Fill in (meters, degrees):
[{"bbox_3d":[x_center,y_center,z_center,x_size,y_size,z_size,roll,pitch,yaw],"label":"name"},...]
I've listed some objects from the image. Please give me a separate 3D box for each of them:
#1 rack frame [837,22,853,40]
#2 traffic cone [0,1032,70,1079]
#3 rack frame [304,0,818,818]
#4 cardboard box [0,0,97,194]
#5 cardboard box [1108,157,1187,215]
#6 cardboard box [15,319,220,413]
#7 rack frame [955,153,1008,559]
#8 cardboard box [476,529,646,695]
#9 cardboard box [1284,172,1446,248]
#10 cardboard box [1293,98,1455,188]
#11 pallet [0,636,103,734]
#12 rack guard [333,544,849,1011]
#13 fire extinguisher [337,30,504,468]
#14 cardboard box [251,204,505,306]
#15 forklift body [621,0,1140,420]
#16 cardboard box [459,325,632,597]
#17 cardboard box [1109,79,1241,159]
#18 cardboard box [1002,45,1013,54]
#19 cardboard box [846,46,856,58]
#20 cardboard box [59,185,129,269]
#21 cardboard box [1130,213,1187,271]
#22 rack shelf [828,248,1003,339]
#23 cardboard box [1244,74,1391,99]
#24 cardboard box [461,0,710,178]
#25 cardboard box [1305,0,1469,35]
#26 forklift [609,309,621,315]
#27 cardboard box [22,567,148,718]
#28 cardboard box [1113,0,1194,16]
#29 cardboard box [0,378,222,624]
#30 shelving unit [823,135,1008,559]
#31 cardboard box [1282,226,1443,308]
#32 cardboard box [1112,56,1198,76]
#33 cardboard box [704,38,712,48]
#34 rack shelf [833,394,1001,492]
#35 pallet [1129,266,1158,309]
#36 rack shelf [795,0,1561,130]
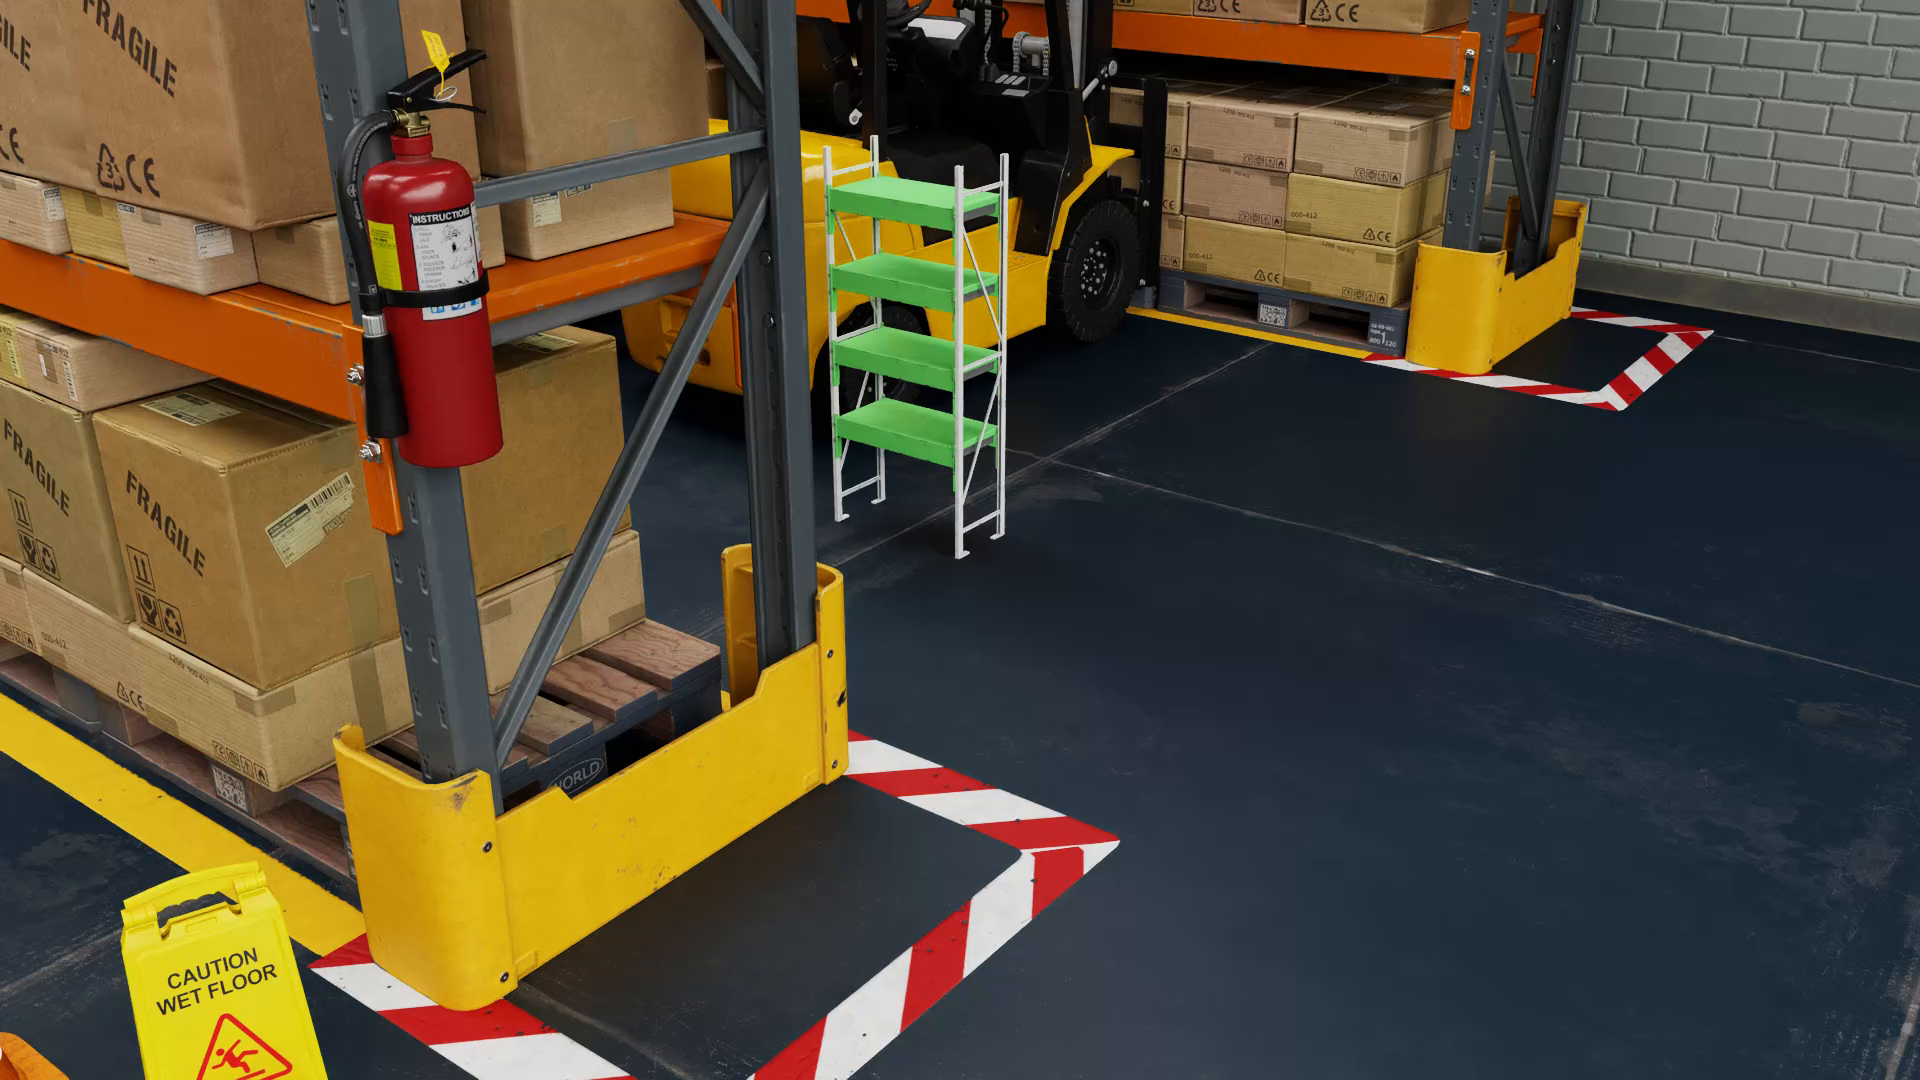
[{"bbox_3d":[-0.896,-3.238,8.879,0.127,3.000,1.000,17,29,33],"label":"rack frame"},{"bbox_3d":[-1.787,0.805,2.849,0.334,0.463,0.336,17,29,33],"label":"traffic cone"},{"bbox_3d":[-0.669,-0.668,3.047,0.127,3.000,1.000,17,29,33],"label":"rack frame"},{"bbox_3d":[-1.667,-1.015,3.341,0.500,0.500,0.500,17,29,33],"label":"cardboard box"},{"bbox_3d":[0.907,-1.693,7.642,0.500,0.250,0.500,16,28,32],"label":"cardboard box"},{"bbox_3d":[-1.801,-0.419,3.635,0.250,0.149,0.380,18,29,35],"label":"cardboard box"},{"bbox_3d":[0.063,-0.530,4.965,0.015,1.200,0.240,17,29,33],"label":"rack frame"},{"bbox_3d":[-1.149,0.113,4.162,0.500,0.250,0.500,17,29,33],"label":"cardboard box"},{"bbox_3d":[1.728,-1.450,7.091,0.500,0.250,0.500,16,29,33],"label":"cardboard box"},{"bbox_3d":[1.749,-1.673,6.976,0.500,0.250,0.500,18,29,35],"label":"cardboard box"},{"bbox_3d":[-2.331,0.086,4.792,1.213,0.211,1.003,17,29,33],"label":"pallet"},{"bbox_3d":[-0.730,0.457,3.592,0.348,0.500,1.175,17,29,33],"label":"rack guard"},{"bbox_3d":[-0.854,-0.457,2.662,0.183,0.674,0.296,17,29,33],"label":"fire extinguisher"},{"bbox_3d":[-1.097,-0.575,3.146,0.250,0.149,0.380,18,29,35],"label":"cardboard box"},{"bbox_3d":[-0.307,-1.752,6.559,1.214,2.155,2.313,17,29,33],"label":"forklift body"},{"bbox_3d":[-1.168,-0.235,4.023,0.500,0.500,0.500,16,28,32],"label":"cardboard box"},{"bbox_3d":[0.927,-1.913,7.521,0.500,0.250,0.500,17,29,34],"label":"cardboard box"},{"bbox_3d":[0.028,-2.455,8.751,0.500,0.250,0.500,16,29,33],"label":"cardboard box"},{"bbox_3d":[-0.697,-2.411,8.652,0.500,0.250,0.500,16,29,33],"label":"cardboard box"},{"bbox_3d":[-1.558,-0.669,3.360,0.250,0.149,0.380,16,29,32],"label":"cardboard box"},{"bbox_3d":[0.952,-1.463,7.741,0.500,0.250,0.500,17,29,34],"label":"cardboard box"},{"bbox_3d":[-0.132,-0.750,5.028,0.480,0.148,0.258,17,29,33],"label":"rack shelf"},{"bbox_3d":[1.632,-1.959,7.625,0.500,0.250,0.500,17,29,33],"label":"cardboard box"},{"bbox_3d":[-0.882,-1.054,3.430,0.500,0.500,0.500,16,29,33],"label":"cardboard box"},{"bbox_3d":[1.753,-2.351,6.741,0.500,0.500,0.500,16,28,32],"label":"cardboard box"},{"bbox_3d":[-1.968,-2.420,7.107,3.031,2.935,1.130,14,27,29],"label":"forklift"},{"bbox_3d":[-1.887,0.161,4.053,0.500,0.250,0.500,17,29,33],"label":"cardboard box"},{"bbox_3d":[0.934,-2.603,7.314,0.500,0.500,0.500,16,29,32],"label":"cardboard box"},{"bbox_3d":[-1.886,-0.180,3.898,0.500,0.500,0.500,18,30,35],"label":"cardboard box"},{"bbox_3d":[-0.132,-0.589,5.099,0.503,1.200,0.258,17,29,33],"label":"shelving unit"},{"bbox_3d":[1.739,-1.216,7.180,0.500,0.250,0.500,17,29,34],"label":"cardboard box"},{"bbox_3d":[0.832,-2.210,8.194,0.500,0.250,0.500,16,28,32],"label":"cardboard box"},{"bbox_3d":[-1.937,-2.656,9.983,0.625,0.625,0.875,16,29,33],"label":"cardboard box"},{"bbox_3d":[-0.132,-0.311,5.221,0.480,0.148,0.258,17,29,33],"label":"rack shelf"},{"bbox_3d":[0.696,-1.461,8.305,1.213,0.211,1.003,17,29,33],"label":"pallet"},{"bbox_3d":[0.704,-2.425,7.926,4.000,0.370,1.077,17,29,33],"label":"rack shelf"}]
